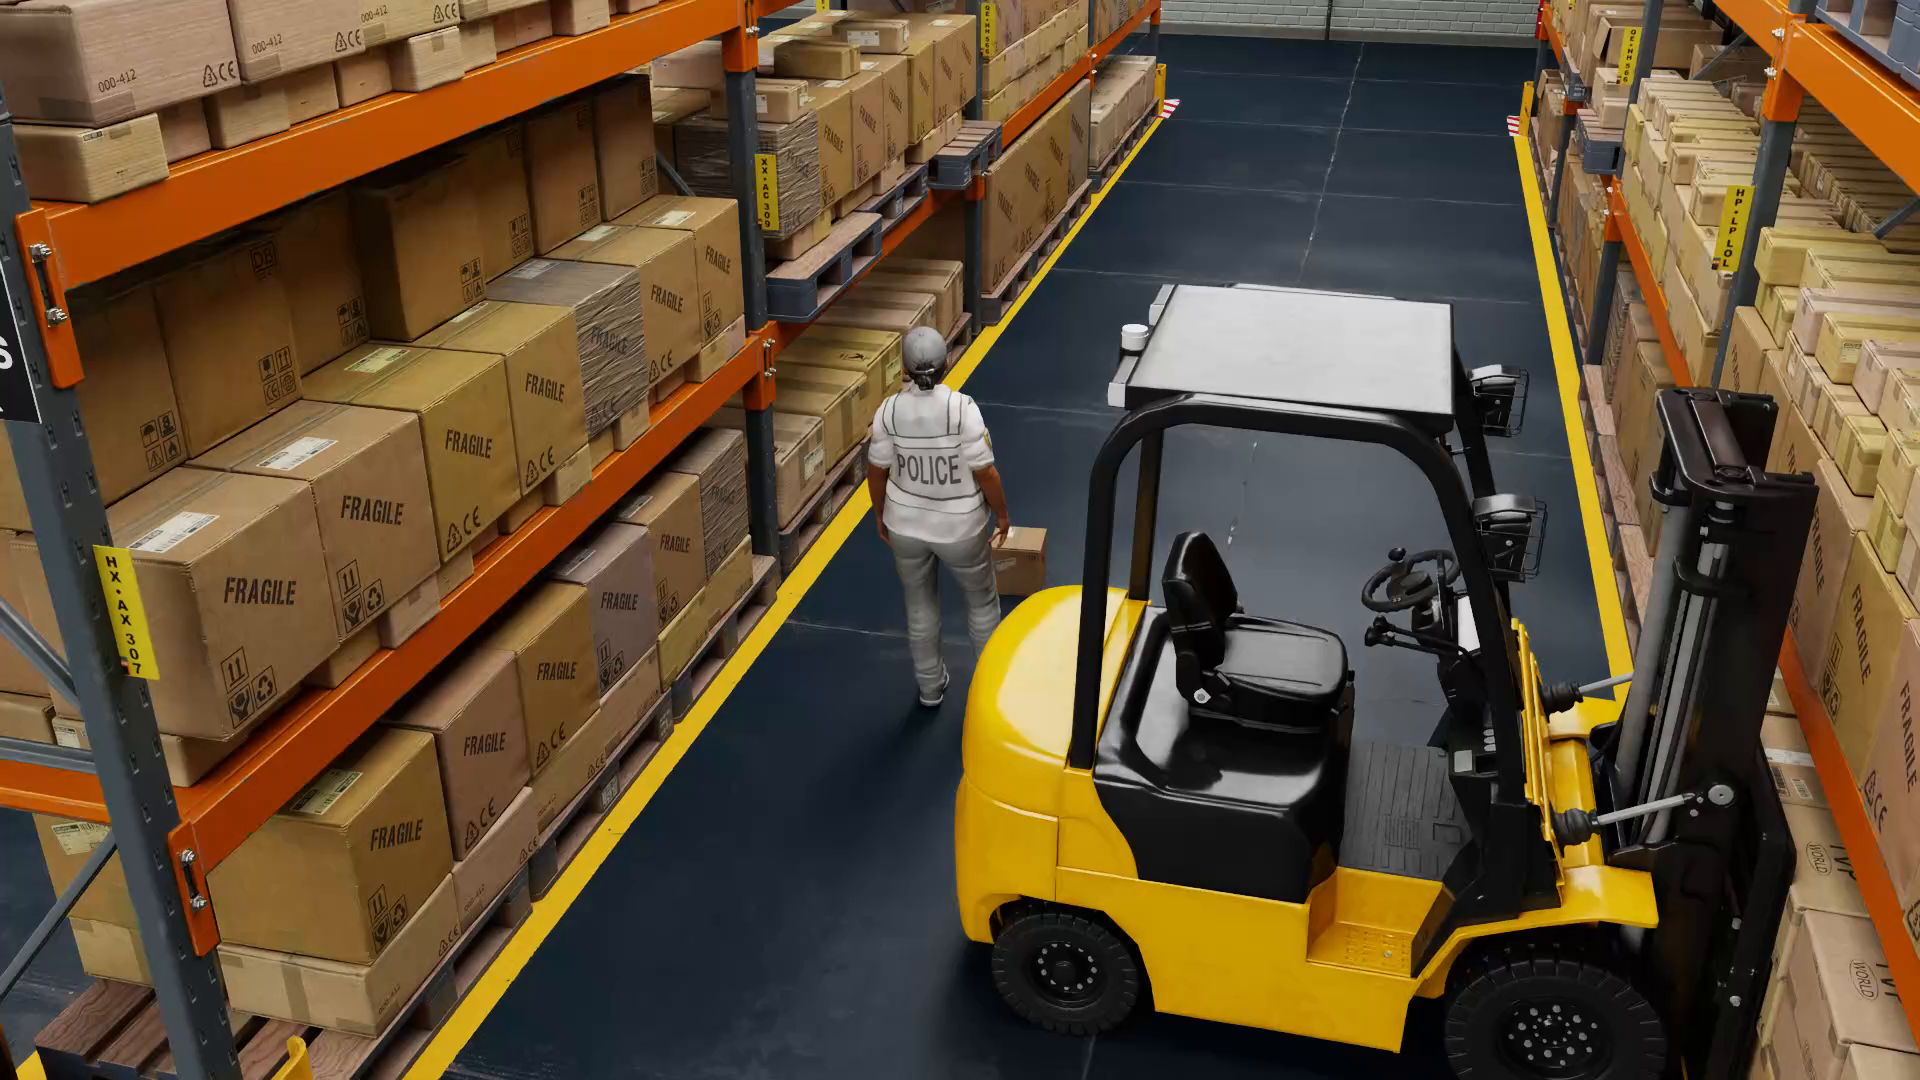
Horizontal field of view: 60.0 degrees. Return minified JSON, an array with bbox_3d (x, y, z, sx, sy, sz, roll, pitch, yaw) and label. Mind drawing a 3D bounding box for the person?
[{"bbox_3d":[-0.053,-0.094,6.780,0.598,1.670,0.529,6,26,12],"label":"person"}]
